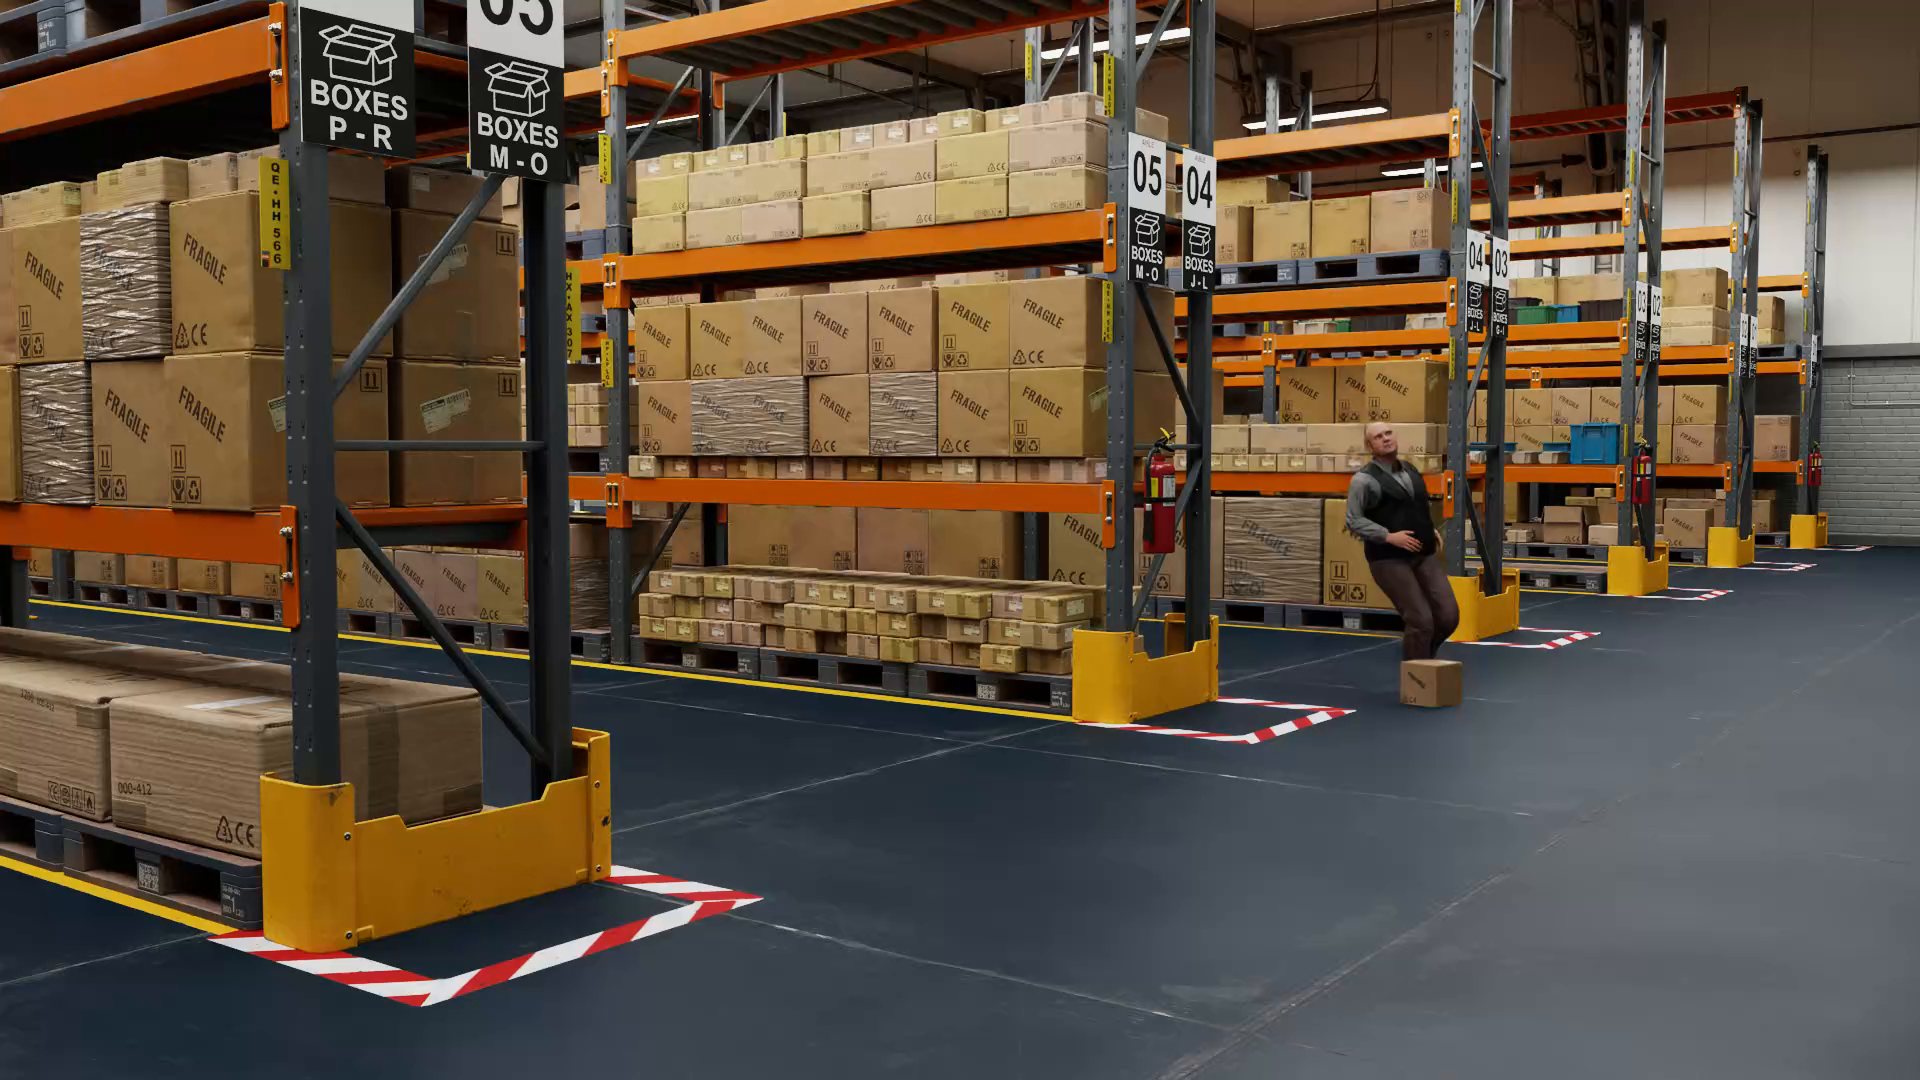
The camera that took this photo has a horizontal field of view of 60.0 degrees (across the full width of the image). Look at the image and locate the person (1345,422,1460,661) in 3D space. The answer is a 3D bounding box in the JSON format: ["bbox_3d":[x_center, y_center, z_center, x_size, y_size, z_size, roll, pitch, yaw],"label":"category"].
[{"bbox_3d":[2.633,0.121,9.913,0.687,1.651,0.502,-1,3,-25],"label":"person"}]
